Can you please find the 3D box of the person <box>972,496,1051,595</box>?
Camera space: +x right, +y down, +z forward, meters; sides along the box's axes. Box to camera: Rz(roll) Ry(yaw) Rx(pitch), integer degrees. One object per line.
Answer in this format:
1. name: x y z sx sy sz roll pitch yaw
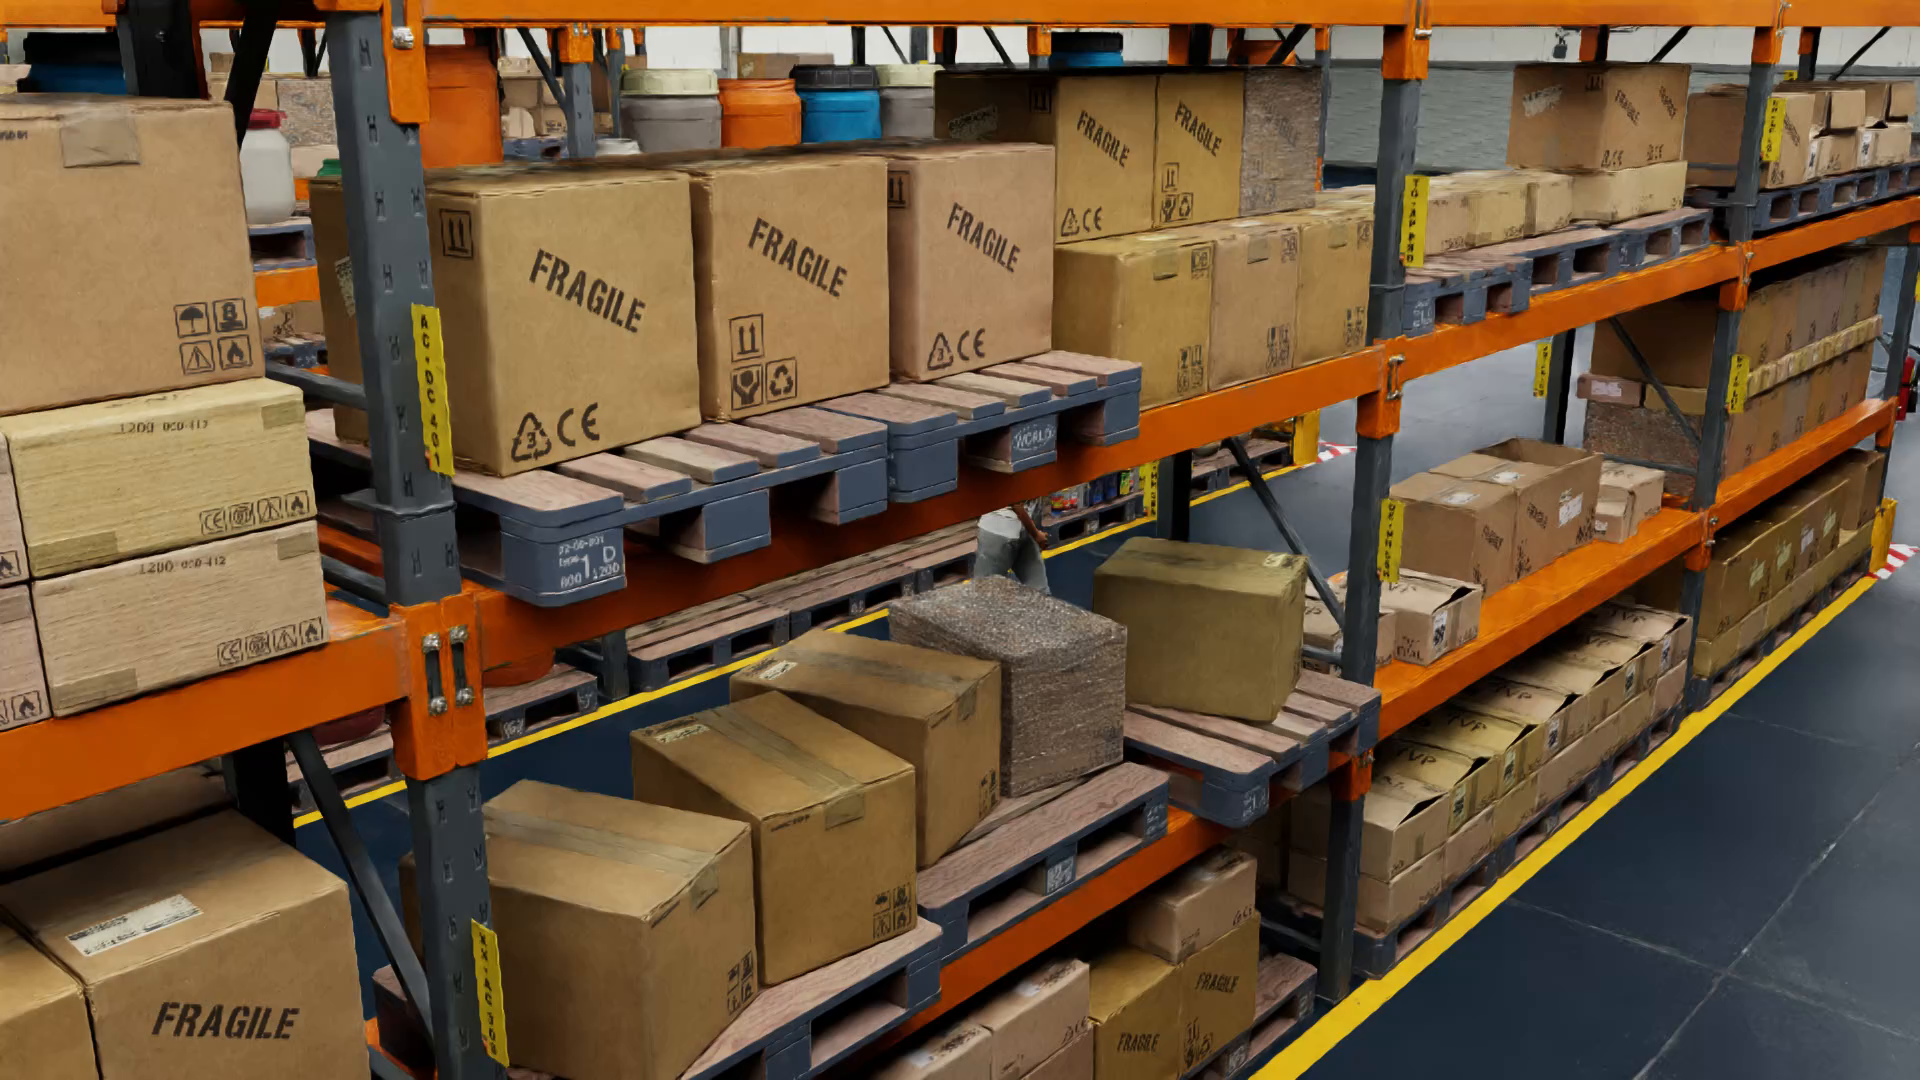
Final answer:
1. person: 0.374 -0.046 10.680 0.958 1.623 0.468 3 17 10
